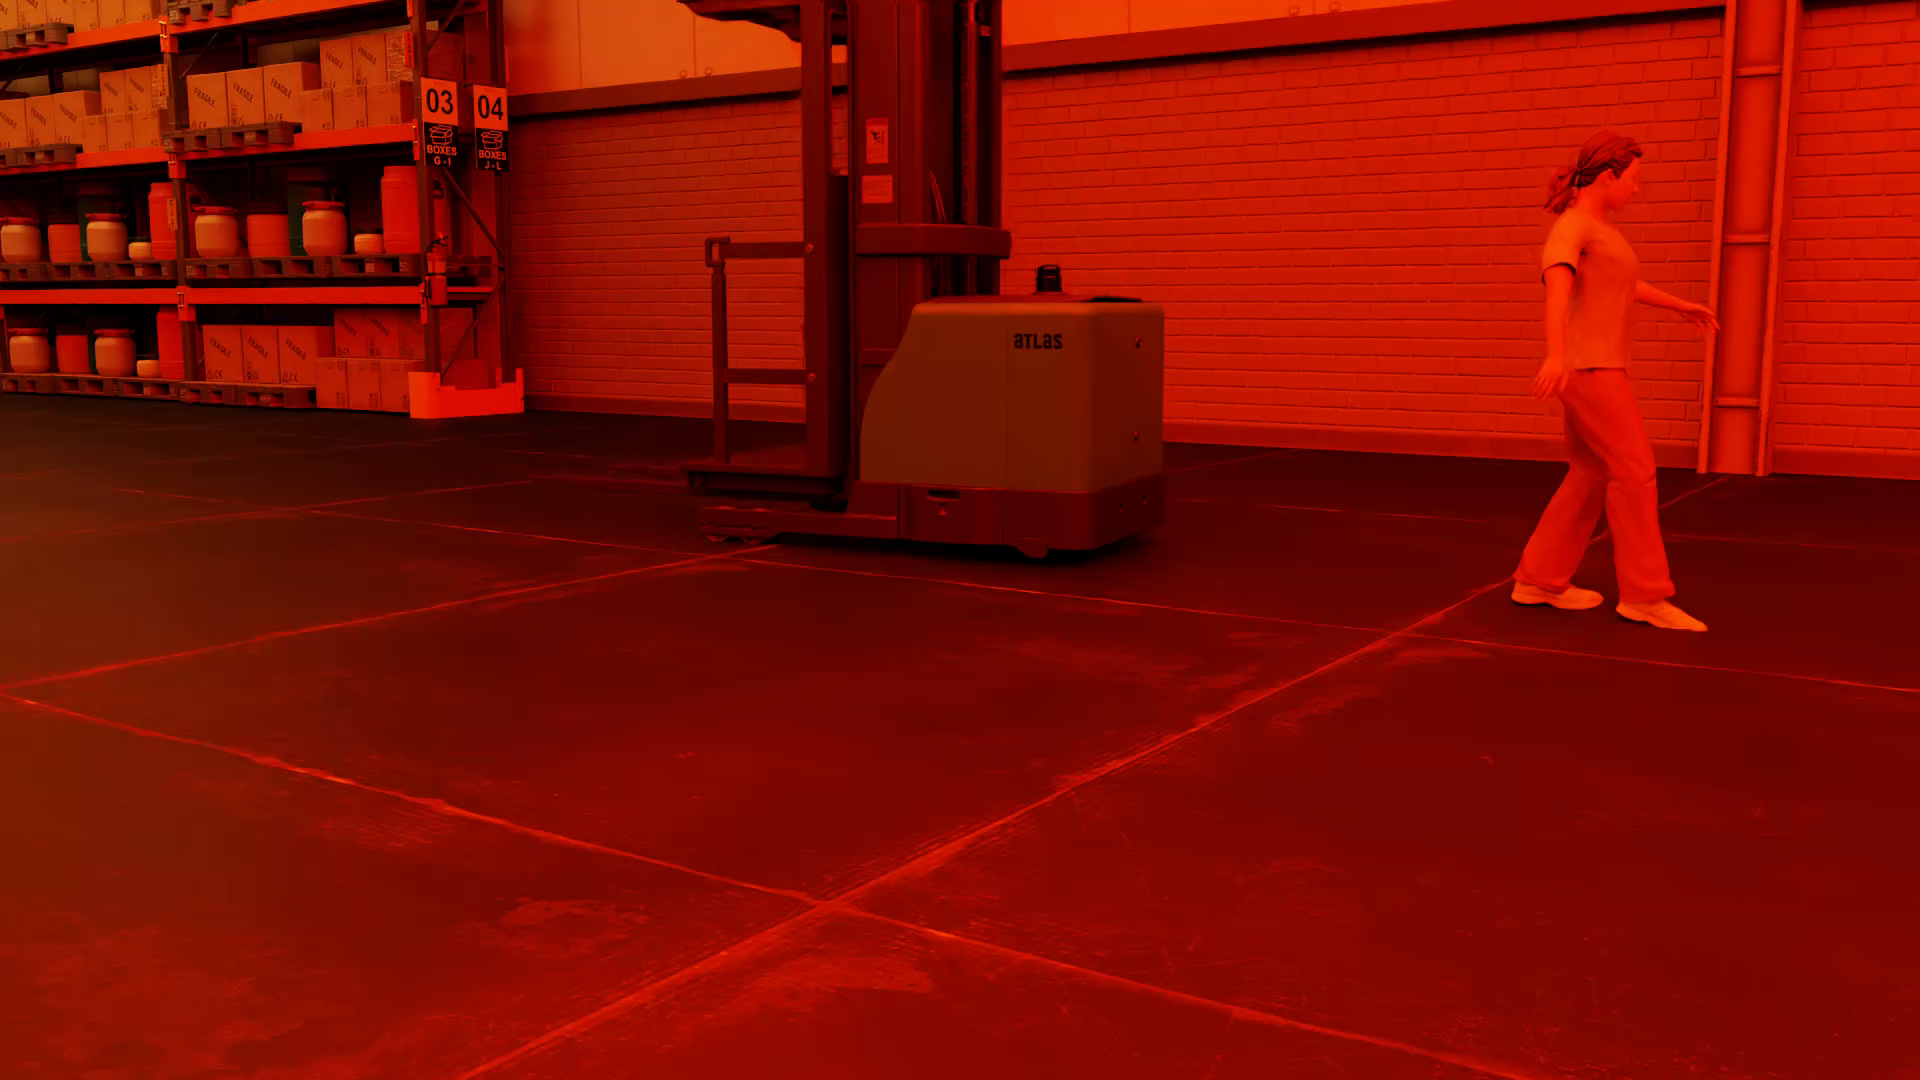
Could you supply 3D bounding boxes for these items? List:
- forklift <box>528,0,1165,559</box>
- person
[{"bbox_3d":[-0.621,-1.491,7.677,3.031,2.935,1.130,4,9,25],"label":"forklift"},{"bbox_3d":[2.242,-0.538,5.651,0.680,1.679,0.904,5,9,30],"label":"person"}]
